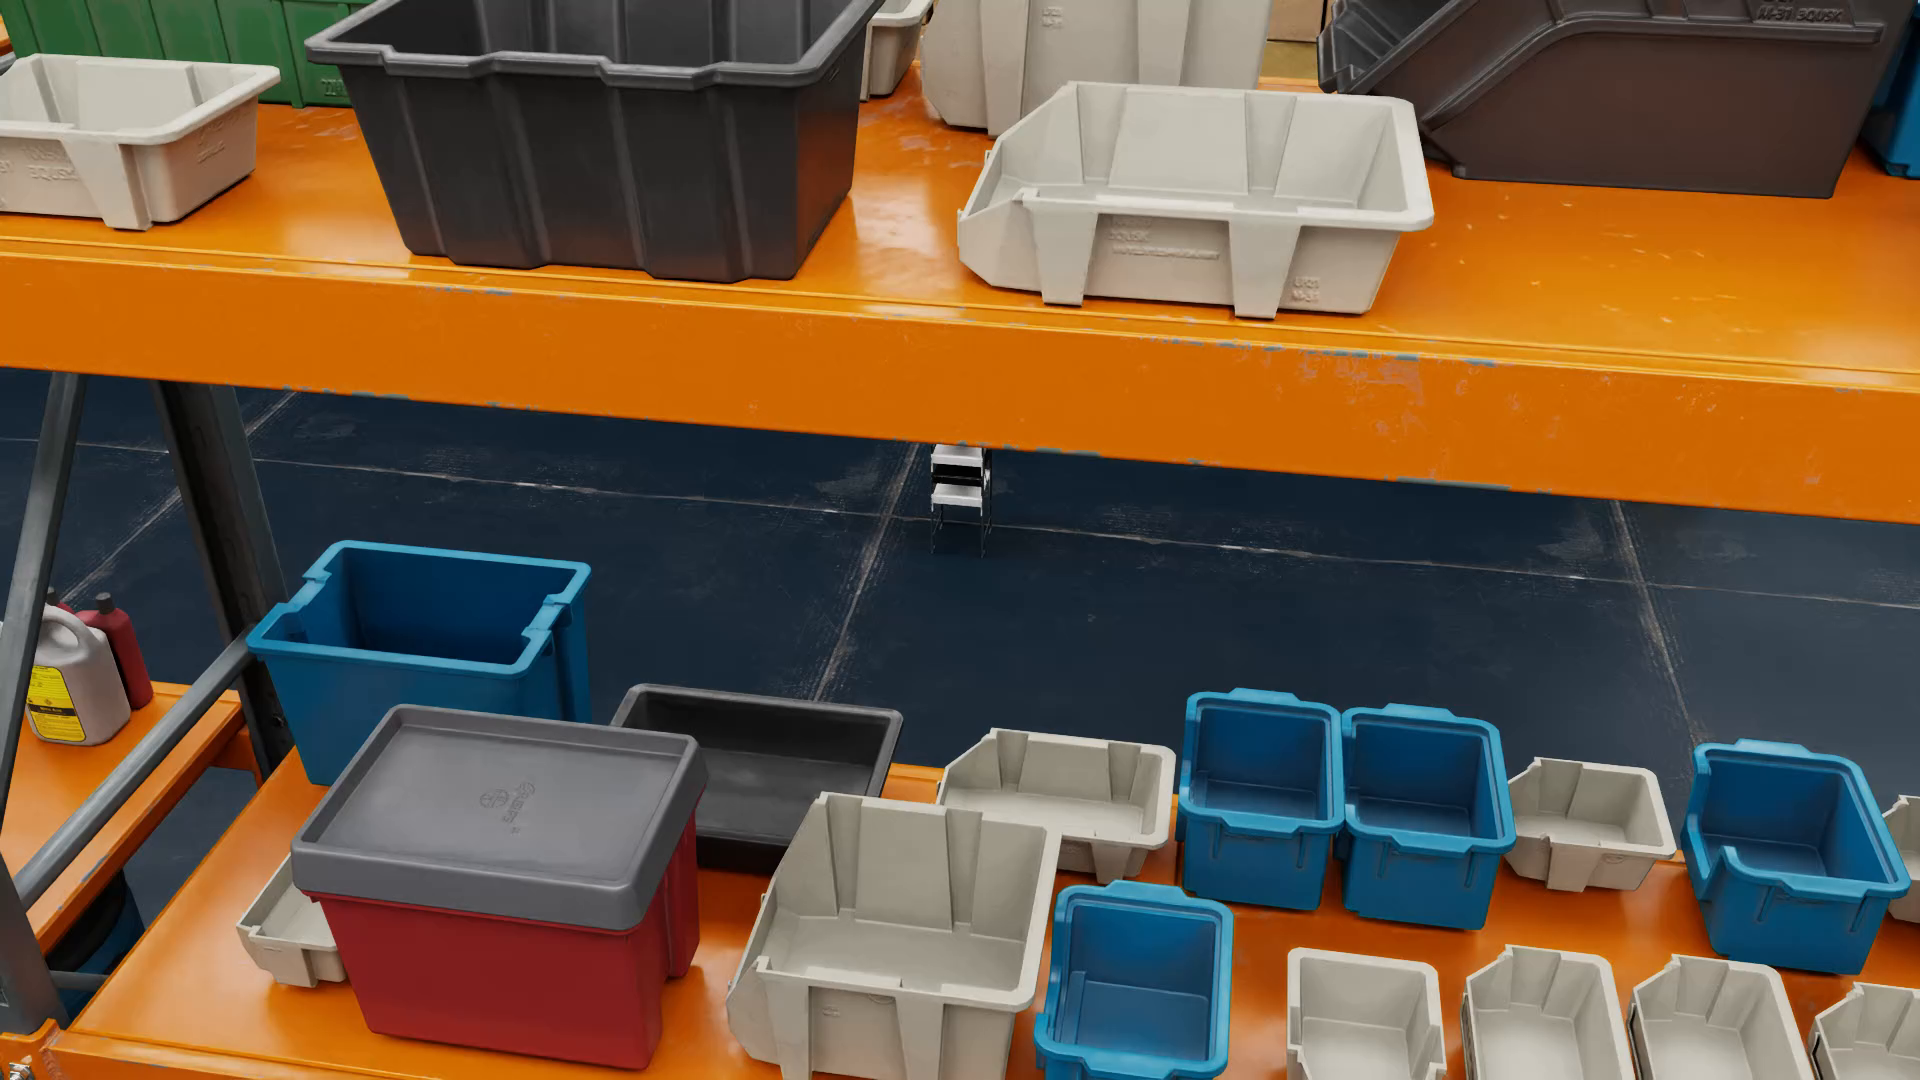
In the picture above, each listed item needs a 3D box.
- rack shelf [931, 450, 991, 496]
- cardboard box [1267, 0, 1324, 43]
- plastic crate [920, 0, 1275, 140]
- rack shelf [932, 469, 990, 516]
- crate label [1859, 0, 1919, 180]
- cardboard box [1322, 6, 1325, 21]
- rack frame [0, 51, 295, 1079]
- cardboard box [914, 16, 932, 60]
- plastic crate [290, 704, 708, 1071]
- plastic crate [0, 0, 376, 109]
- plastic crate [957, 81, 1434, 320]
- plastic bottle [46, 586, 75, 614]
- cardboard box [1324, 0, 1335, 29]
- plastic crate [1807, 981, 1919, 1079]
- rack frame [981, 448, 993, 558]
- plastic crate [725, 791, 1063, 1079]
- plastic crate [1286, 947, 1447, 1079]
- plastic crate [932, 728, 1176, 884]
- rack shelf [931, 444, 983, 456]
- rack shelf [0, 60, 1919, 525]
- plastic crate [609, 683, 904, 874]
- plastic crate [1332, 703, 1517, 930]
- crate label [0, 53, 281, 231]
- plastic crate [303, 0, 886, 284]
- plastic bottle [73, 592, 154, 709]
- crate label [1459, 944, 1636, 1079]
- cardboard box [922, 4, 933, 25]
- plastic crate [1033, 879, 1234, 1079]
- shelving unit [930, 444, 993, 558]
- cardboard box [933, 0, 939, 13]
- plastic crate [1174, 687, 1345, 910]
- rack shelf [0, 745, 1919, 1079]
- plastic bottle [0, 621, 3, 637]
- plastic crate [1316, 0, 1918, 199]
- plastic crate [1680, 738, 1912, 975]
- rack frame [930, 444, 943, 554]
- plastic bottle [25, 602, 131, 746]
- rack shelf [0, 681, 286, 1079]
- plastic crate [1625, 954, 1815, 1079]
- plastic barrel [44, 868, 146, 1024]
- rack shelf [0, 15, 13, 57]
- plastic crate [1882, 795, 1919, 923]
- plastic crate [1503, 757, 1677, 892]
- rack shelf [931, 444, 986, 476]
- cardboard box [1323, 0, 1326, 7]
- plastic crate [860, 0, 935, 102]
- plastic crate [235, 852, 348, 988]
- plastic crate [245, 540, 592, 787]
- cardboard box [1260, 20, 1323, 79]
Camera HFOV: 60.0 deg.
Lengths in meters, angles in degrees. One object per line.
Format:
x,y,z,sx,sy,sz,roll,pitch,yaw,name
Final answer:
0.008,-0.276,6.576,0.200,0.077,0.258,5,32,8,rack shelf
1.191,-2.286,6.538,0.500,0.500,0.500,6,33,10,cardboard box
0.222,-0.780,2.453,0.530,0.282,0.437,5,32,8,plastic crate
0.008,-0.200,6.623,0.200,0.077,0.258,5,32,8,rack shelf
1.500,-0.659,2.289,0.502,0.251,0.408,5,32,8,crate label
1.795,-2.099,7.182,0.500,0.500,0.500,5,32,8,cardboard box
-1.589,0.445,3.211,0.053,2.616,0.949,5,32,8,rack frame
-0.294,-2.001,7.025,0.500,0.500,0.500,6,33,9,cardboard box
-0.750,0.602,2.844,0.583,0.464,0.402,5,32,8,plastic crate
-1.120,-0.858,2.666,0.662,0.188,0.450,5,32,8,plastic crate
0.276,-0.414,2.005,0.530,0.136,0.437,5,32,8,plastic crate
-2.009,0.225,3.673,0.133,0.283,0.061,5,32,8,plastic bottle
1.697,-2.240,6.465,0.500,0.500,0.500,6,33,10,cardboard box
1.521,0.909,2.663,0.243,0.136,0.396,5,32,8,plastic crate
0.108,-0.372,6.496,0.006,0.900,0.240,5,32,8,rack frame
-0.114,0.701,2.858,0.530,0.282,0.437,5,32,8,plastic crate
0.664,0.847,2.762,0.250,0.136,0.298,5,32,8,plastic crate
0.179,0.528,3.271,0.466,0.136,0.293,5,32,8,plastic crate
0.008,-0.429,6.480,0.200,0.077,0.258,5,32,8,rack shelf
0.383,-0.344,2.324,4.000,0.370,1.077,5,32,8,rack shelf
-0.439,0.494,3.336,0.590,0.125,0.437,5,32,8,plastic crate
0.869,0.535,3.170,0.300,0.233,0.416,5,32,8,plastic crate
-1.154,-0.521,2.177,0.466,0.136,0.293,5,32,8,crate label
-0.410,-0.518,2.047,0.590,0.269,0.497,5,32,8,plastic crate
-1.878,0.237,3.654,0.133,0.283,0.061,5,32,8,plastic bottle
0.959,0.864,2.735,0.243,0.136,0.396,5,32,8,crate label
-0.334,-2.424,6.758,0.500,0.500,0.500,6,33,9,cardboard box
0.287,0.797,2.751,0.300,0.233,0.416,5,32,8,plastic crate
0.008,-0.381,6.510,0.210,0.900,0.258,5,32,8,shelving unit
0.175,-2.378,6.685,0.500,0.500,0.500,4,32,7,cardboard box
0.573,0.508,3.213,0.300,0.233,0.416,5,32,8,plastic crate
0.383,0.927,3.120,4.000,0.370,1.077,5,32,8,rack shelf
-2.126,0.259,3.696,0.097,0.201,0.097,0,32,0,plastic bottle
0.895,-0.725,2.312,0.767,0.338,0.504,5,32,8,plastic crate
1.518,0.593,3.076,0.300,0.233,0.416,5,32,8,plastic crate
-0.092,-0.390,6.525,0.006,0.900,0.240,5,32,8,rack frame
-1.920,0.260,3.554,0.185,0.351,0.144,5,32,8,plastic bottle
-3.560,0.570,3.690,4.000,0.370,1.077,5,32,8,rack shelf
1.237,0.876,2.716,0.243,0.136,0.396,5,32,8,plastic crate
-2.121,1.098,3.751,0.708,0.901,0.600,5,32,8,plastic barrel
-3.560,-0.701,2.894,4.000,0.370,1.077,5,32,8,rack shelf
1.865,0.621,3.123,0.298,0.136,0.250,5,32,8,plastic crate
1.196,0.560,3.219,0.298,0.136,0.250,5,32,8,plastic crate
0.008,-0.352,6.528,0.200,0.077,0.258,5,32,8,rack shelf
1.790,-2.523,6.917,0.500,0.500,0.500,6,32,9,cardboard box
-0.270,-0.801,2.625,0.466,0.136,0.293,5,32,8,plastic crate
-1.153,0.646,3.082,0.243,0.136,0.396,5,32,8,plastic crate
-1.070,0.288,3.421,0.575,0.384,0.392,5,32,8,plastic crate
1.205,-1.866,6.810,0.500,0.500,0.500,5,32,8,cardboard box
